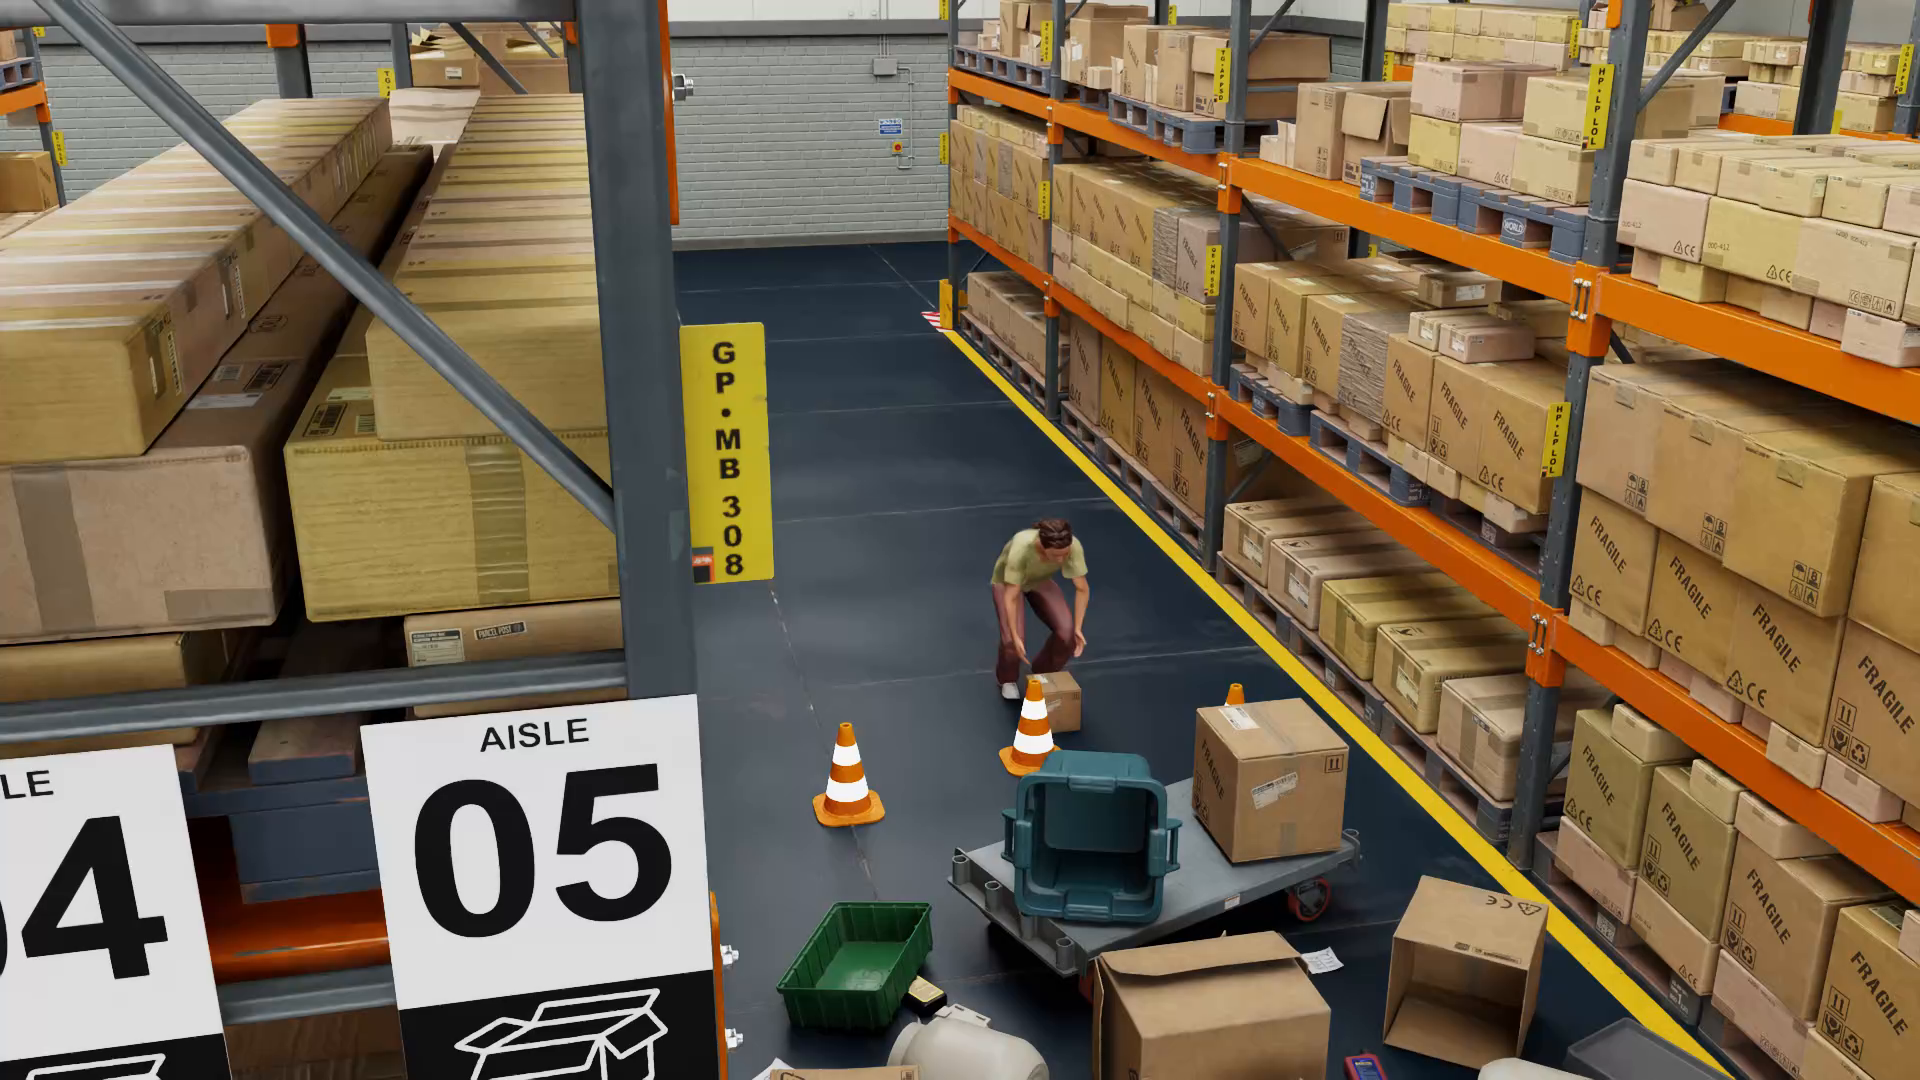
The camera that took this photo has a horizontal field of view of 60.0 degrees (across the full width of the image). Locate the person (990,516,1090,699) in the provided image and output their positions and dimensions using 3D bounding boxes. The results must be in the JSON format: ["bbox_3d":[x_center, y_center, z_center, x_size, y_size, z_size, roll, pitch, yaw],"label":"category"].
[{"bbox_3d":[0.451,0.345,9.380,0.505,1.159,0.740,-5,20,-12],"label":"person"}]
